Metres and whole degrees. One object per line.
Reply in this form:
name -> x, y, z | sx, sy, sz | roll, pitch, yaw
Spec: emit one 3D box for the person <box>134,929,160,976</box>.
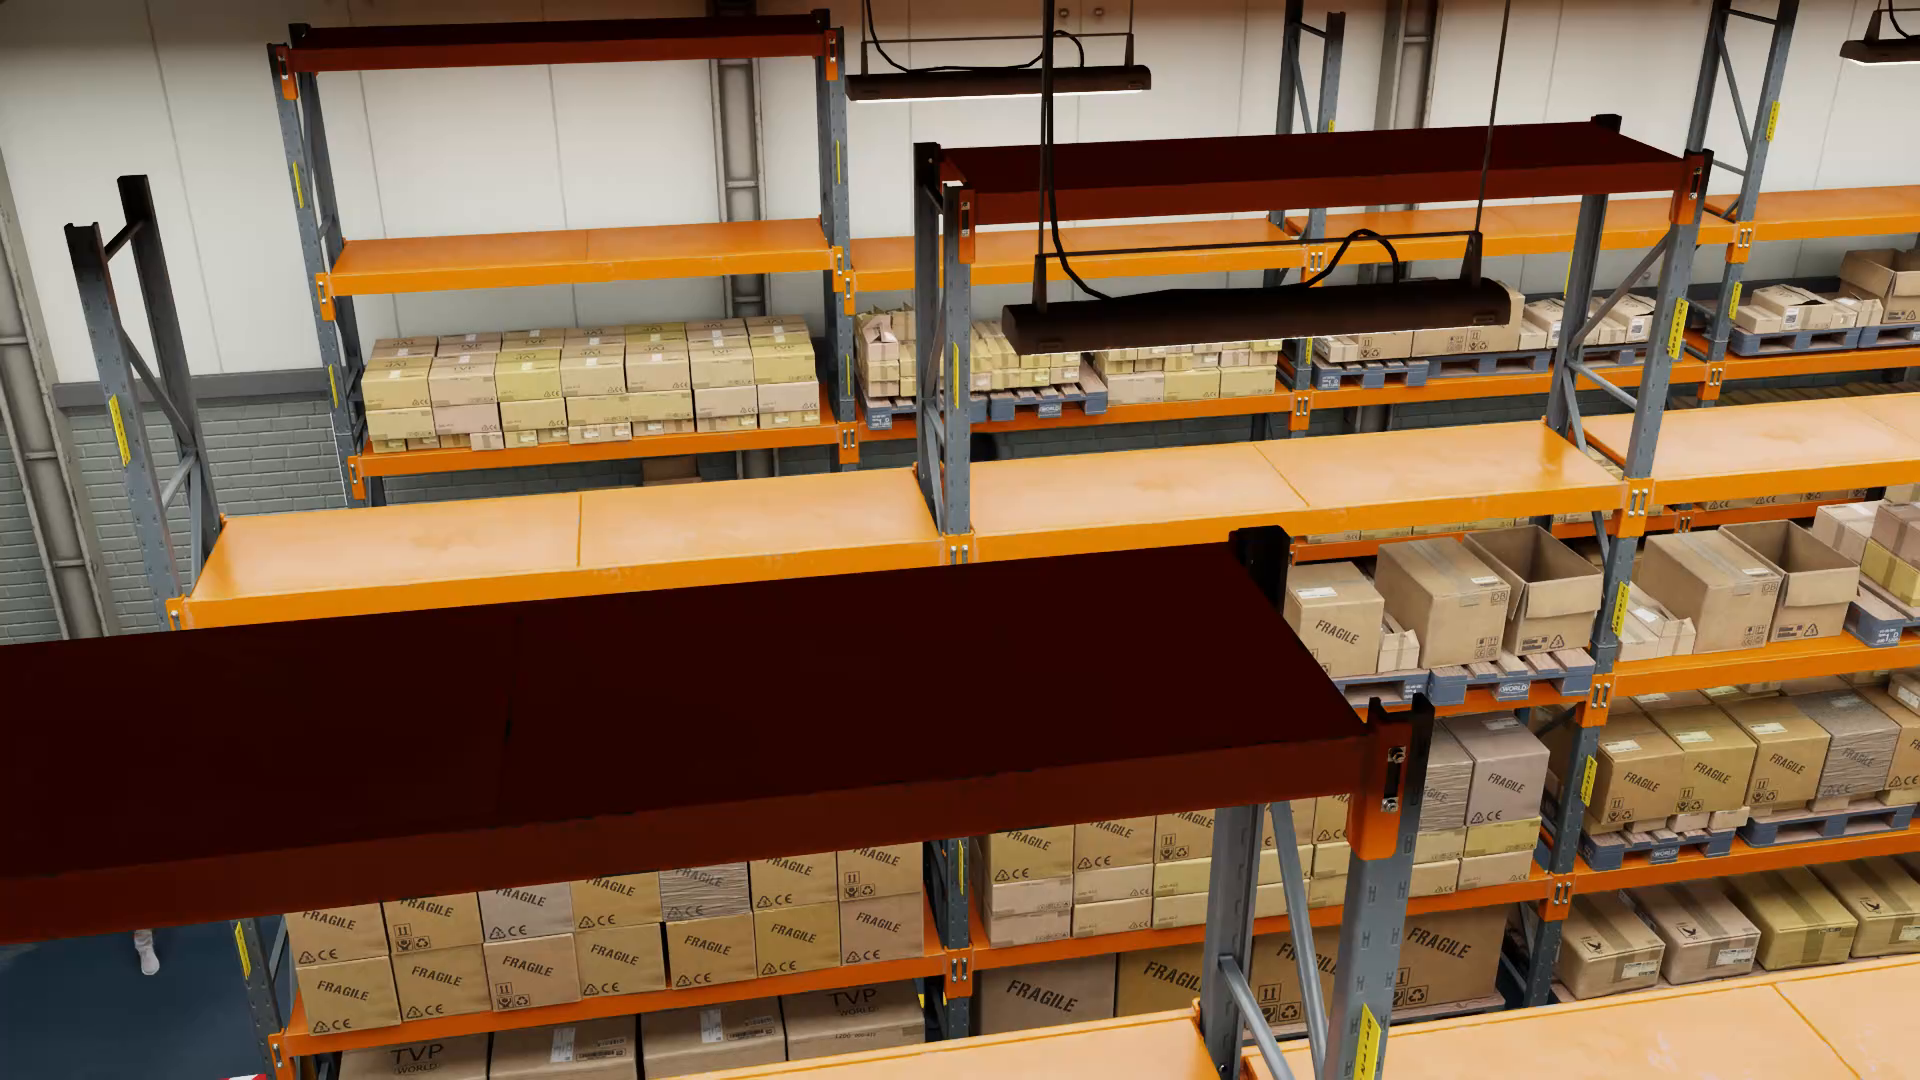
person -> -6.011, 2.212, 11.821 | 0.602, 1.680, 0.936 | -8, 27, -16
